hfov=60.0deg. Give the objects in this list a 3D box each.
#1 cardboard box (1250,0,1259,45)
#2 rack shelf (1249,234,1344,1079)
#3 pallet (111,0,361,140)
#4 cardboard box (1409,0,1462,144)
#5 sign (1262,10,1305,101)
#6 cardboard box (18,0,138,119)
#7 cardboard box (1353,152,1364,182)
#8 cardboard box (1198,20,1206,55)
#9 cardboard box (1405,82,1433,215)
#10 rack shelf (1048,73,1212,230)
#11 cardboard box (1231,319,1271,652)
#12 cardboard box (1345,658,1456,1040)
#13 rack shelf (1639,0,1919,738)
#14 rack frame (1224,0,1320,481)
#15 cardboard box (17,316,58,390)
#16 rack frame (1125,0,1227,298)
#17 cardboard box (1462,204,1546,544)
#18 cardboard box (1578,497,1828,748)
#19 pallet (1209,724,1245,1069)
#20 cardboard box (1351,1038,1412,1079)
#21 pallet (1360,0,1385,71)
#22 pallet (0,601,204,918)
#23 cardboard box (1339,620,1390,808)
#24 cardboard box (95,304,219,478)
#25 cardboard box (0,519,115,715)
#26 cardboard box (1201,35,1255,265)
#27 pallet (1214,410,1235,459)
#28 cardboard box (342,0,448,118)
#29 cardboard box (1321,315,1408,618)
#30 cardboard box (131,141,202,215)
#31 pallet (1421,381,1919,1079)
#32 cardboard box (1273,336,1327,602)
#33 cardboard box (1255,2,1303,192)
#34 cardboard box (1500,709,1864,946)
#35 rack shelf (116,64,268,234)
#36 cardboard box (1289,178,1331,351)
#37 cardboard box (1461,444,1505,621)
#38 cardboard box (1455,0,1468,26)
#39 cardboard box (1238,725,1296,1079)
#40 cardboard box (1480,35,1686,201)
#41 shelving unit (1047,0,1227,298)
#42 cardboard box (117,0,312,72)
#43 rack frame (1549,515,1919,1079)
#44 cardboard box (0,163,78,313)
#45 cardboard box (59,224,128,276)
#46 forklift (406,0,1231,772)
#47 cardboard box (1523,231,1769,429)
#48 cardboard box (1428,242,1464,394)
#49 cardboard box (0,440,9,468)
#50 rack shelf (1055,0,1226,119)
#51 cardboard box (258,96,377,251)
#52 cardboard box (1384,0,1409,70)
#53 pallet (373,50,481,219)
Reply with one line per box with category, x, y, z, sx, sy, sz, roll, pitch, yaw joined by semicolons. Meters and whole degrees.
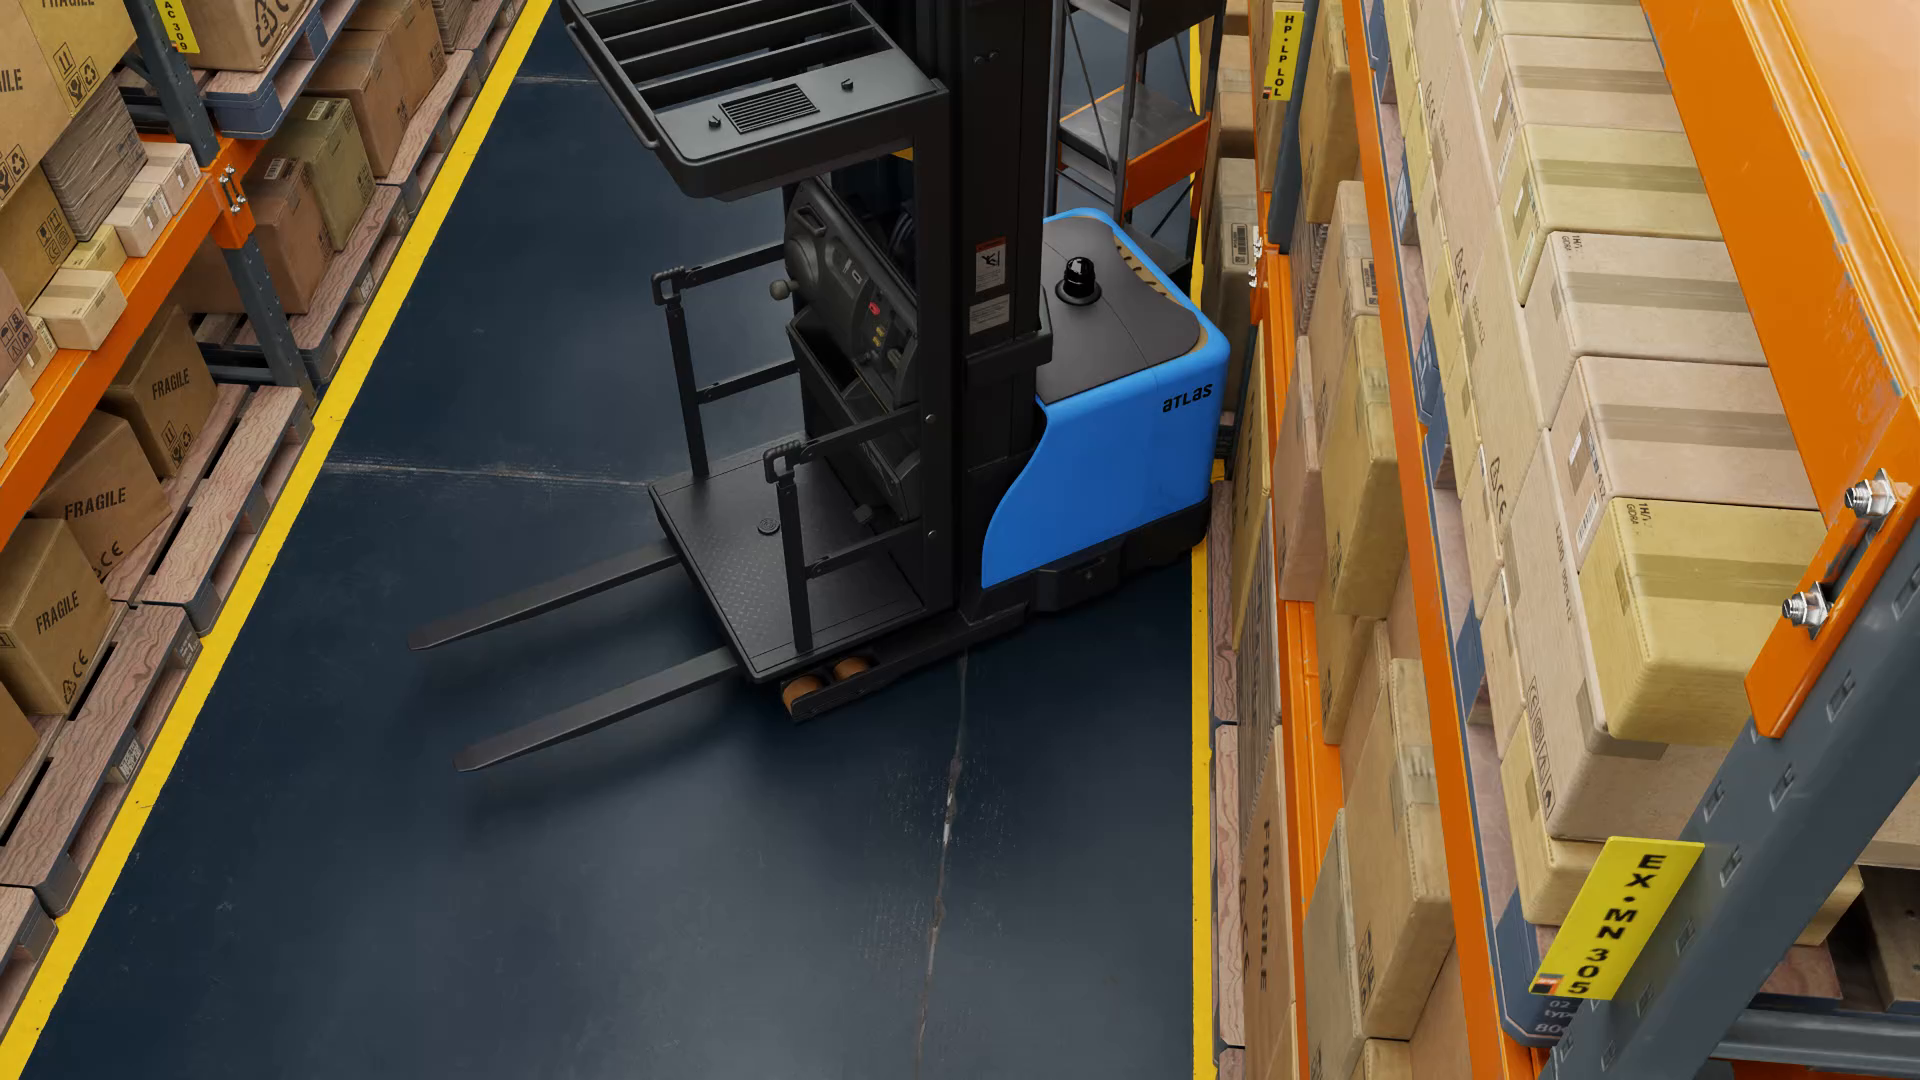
cardboard box;1.480;-2.374;6.846;0.500;0.500;0.500;4;48;4
rack shelf;1.424;0.517;4.758;1.077;0.370;4.000;4;48;4
pallet;-3.109;-2.091;6.785;1.003;0.211;1.213;4;48;4
cardboard box;1.147;-0.979;3.154;0.500;0.250;0.500;4;48;4
sign;1.065;-1.589;5.466;0.100;0.325;0.005;4;48;4
cardboard box;-3.091;-1.726;5.375;0.500;0.500;0.500;4;48;4
cardboard box;1.604;-0.930;4.760;0.875;0.550;0.550;4;48;4
cardboard box;1.826;-3.076;8.797;1.050;0.750;0.750;3;48;3
cardboard box;1.074;-0.747;3.212;0.380;0.149;0.250;4;48;4
rack shelf;0.680;-1.508;6.751;0.480;0.518;0.431;-34;56;-27
cardboard box;1.479;-0.163;6.048;0.875;0.875;0.875;5;48;4
cardboard box;1.272;0.648;3.317;0.875;0.550;0.550;4;48;4
rack shelf;1.424;-1.373;2.692;1.077;0.370;4.000;4;48;4
rack frame;1.606;-1.196;5.837;1.000;3.000;0.127;4;48;4
cardboard box;-3.232;-0.612;5.474;0.380;0.149;0.250;4;48;4
rack frame;0.860;-1.638;6.851;0.015;2.100;0.400;-34;56;-27
cardboard box;1.054;-0.240;2.478;0.500;0.250;0.500;4;48;4
cardboard box;0.934;0.101;1.896;0.380;0.149;0.250;4;48;4
pallet;1.350;1.198;5.537;1.003;0.211;1.213;4;48;4
cardboard box;1.230;1.417;3.345;0.875;0.550;0.550;4;48;4
pallet;1.521;-1.578;4.214;1.003;0.211;1.213;4;48;4
pallet;-3.459;0.732;5.963;1.003;0.211;1.213;4;48;4
cardboard box;1.435;0.608;4.085;0.875;0.550;0.550;4;48;4
cardboard box;-3.400;-0.611;6.711;0.500;0.500;0.500;3;48;2
cardboard box;-3.423;0.272;5.903;0.500;0.500;0.500;0;48;0
cardboard box;1.665;-1.749;7.583;1.050;0.750;0.750;4;48;4
pallet;1.601;-0.827;7.389;1.003;0.211;1.213;4;48;4
cardboard box;-3.083;-2.529;8.452;0.700;0.500;0.500;7;48;7
cardboard box;1.377;-0.153;4.049;0.875;0.550;0.500;4;48;4
cardboard box;-3.051;-1.341;6.140;0.380;0.149;0.250;4;48;4
pallet;1.299;0.215;2.574;1.003;0.211;1.213;4;48;4
cardboard box;1.390;-0.180;4.806;0.875;0.550;0.550;4;48;4
cardboard box;1.387;-1.631;6.167;0.500;0.500;0.500;4;48;3
cardboard box;0.934;0.373;2.187;0.380;0.149;0.250;4;48;3
rack shelf;-3.142;-2.831;7.820;1.077;0.370;4.000;4;48;4
cardboard box;1.584;-0.975;5.533;0.875;0.550;0.550;4;48;4
cardboard box;0.981;-0.001;2.529;0.380;0.149;0.250;5;48;4
cardboard box;1.073;-1.020;2.921;0.380;0.149;0.250;4;48;4
cardboard box;1.316;1.169;4.829;0.875;0.875;0.875;3;48;3
cardboard box;1.028;-0.645;2.577;0.380;0.149;0.250;4;48;4
shelving unit;0.680;-1.517;6.741;0.503;2.100;0.431;-34;56;-27
cardboard box;-3.112;-2.522;6.359;1.000;1.000;1.000;4;48;4
rack frame;1.242;-0.281;0.935;1.000;3.000;0.127;4;48;4
cardboard box;-3.507;-1.046;5.431;0.875;0.500;0.500;4;48;4
cardboard box;-3.166;-0.978;5.808;0.380;0.149;0.250;4;48;4
forklift;-0.552;-0.775;5.499;3.031;2.935;1.130;-21;51;-18
cardboard box;0.982;-0.271;2.236;0.380;0.149;0.250;5;48;4
cardboard box;1.027;-0.375;2.871;0.380;0.149;0.250;3;48;3
cardboard box;-3.202;-0.240;5.133;0.380;0.149;0.250;4;48;4
rack shelf;0.679;-1.980;6.234;0.480;0.518;0.431;-34;56;-27
cardboard box;-3.184;-1.708;7.701;0.700;0.500;0.500;4;48;3
cardboard box;1.120;-1.118;3.551;0.380;0.149;0.250;4;48;4
pallet;-3.146;-2.134;8.584;1.003;0.211;1.213;4;48;4
